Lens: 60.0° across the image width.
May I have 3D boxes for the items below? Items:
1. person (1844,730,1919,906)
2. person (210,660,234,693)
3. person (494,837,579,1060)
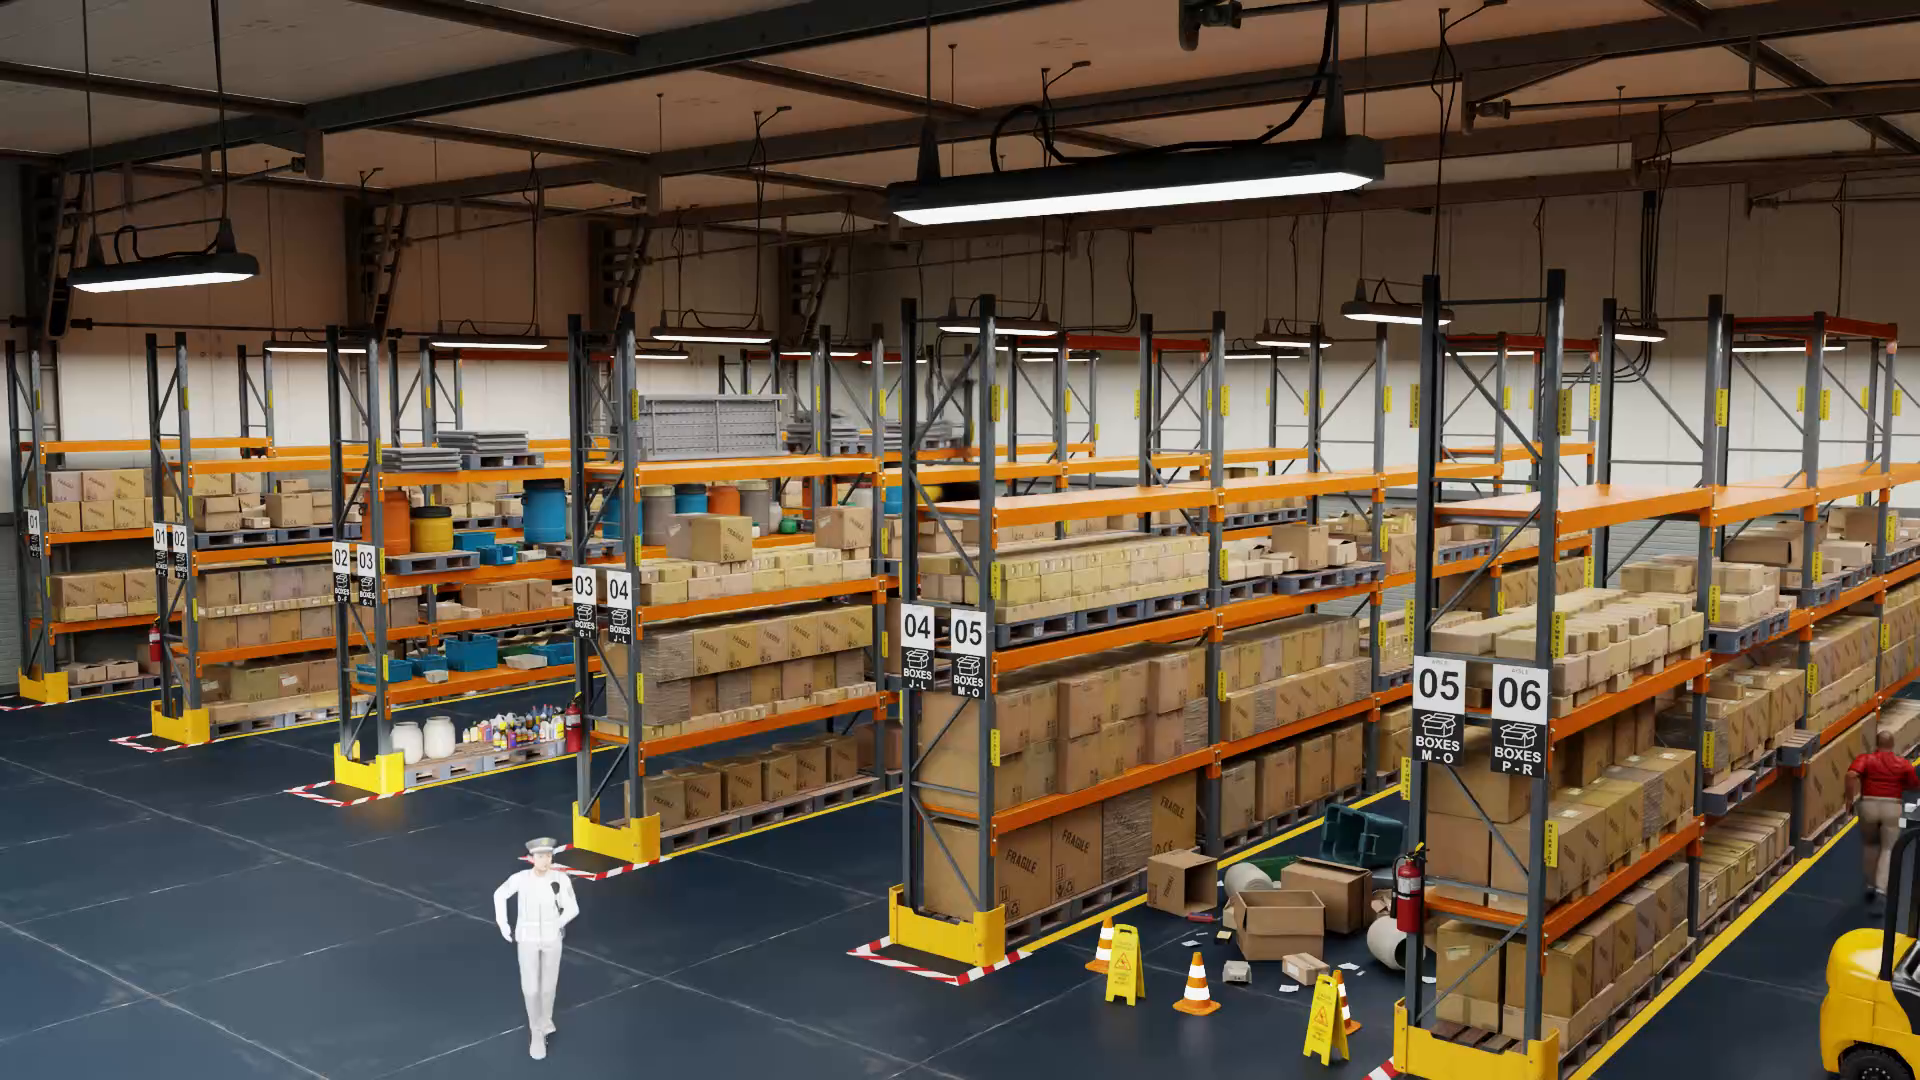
[{"bbox_3d":[9.249,2.783,16.693,0.650,1.746,0.959,4,6,34],"label":"person"},{"bbox_3d":[-11.876,1.906,26.648,0.691,1.715,0.653,3,6,28],"label":"person"},{"bbox_3d":[-3.305,3.173,13.055,0.617,1.717,0.704,-2,6,-21],"label":"person"}]
